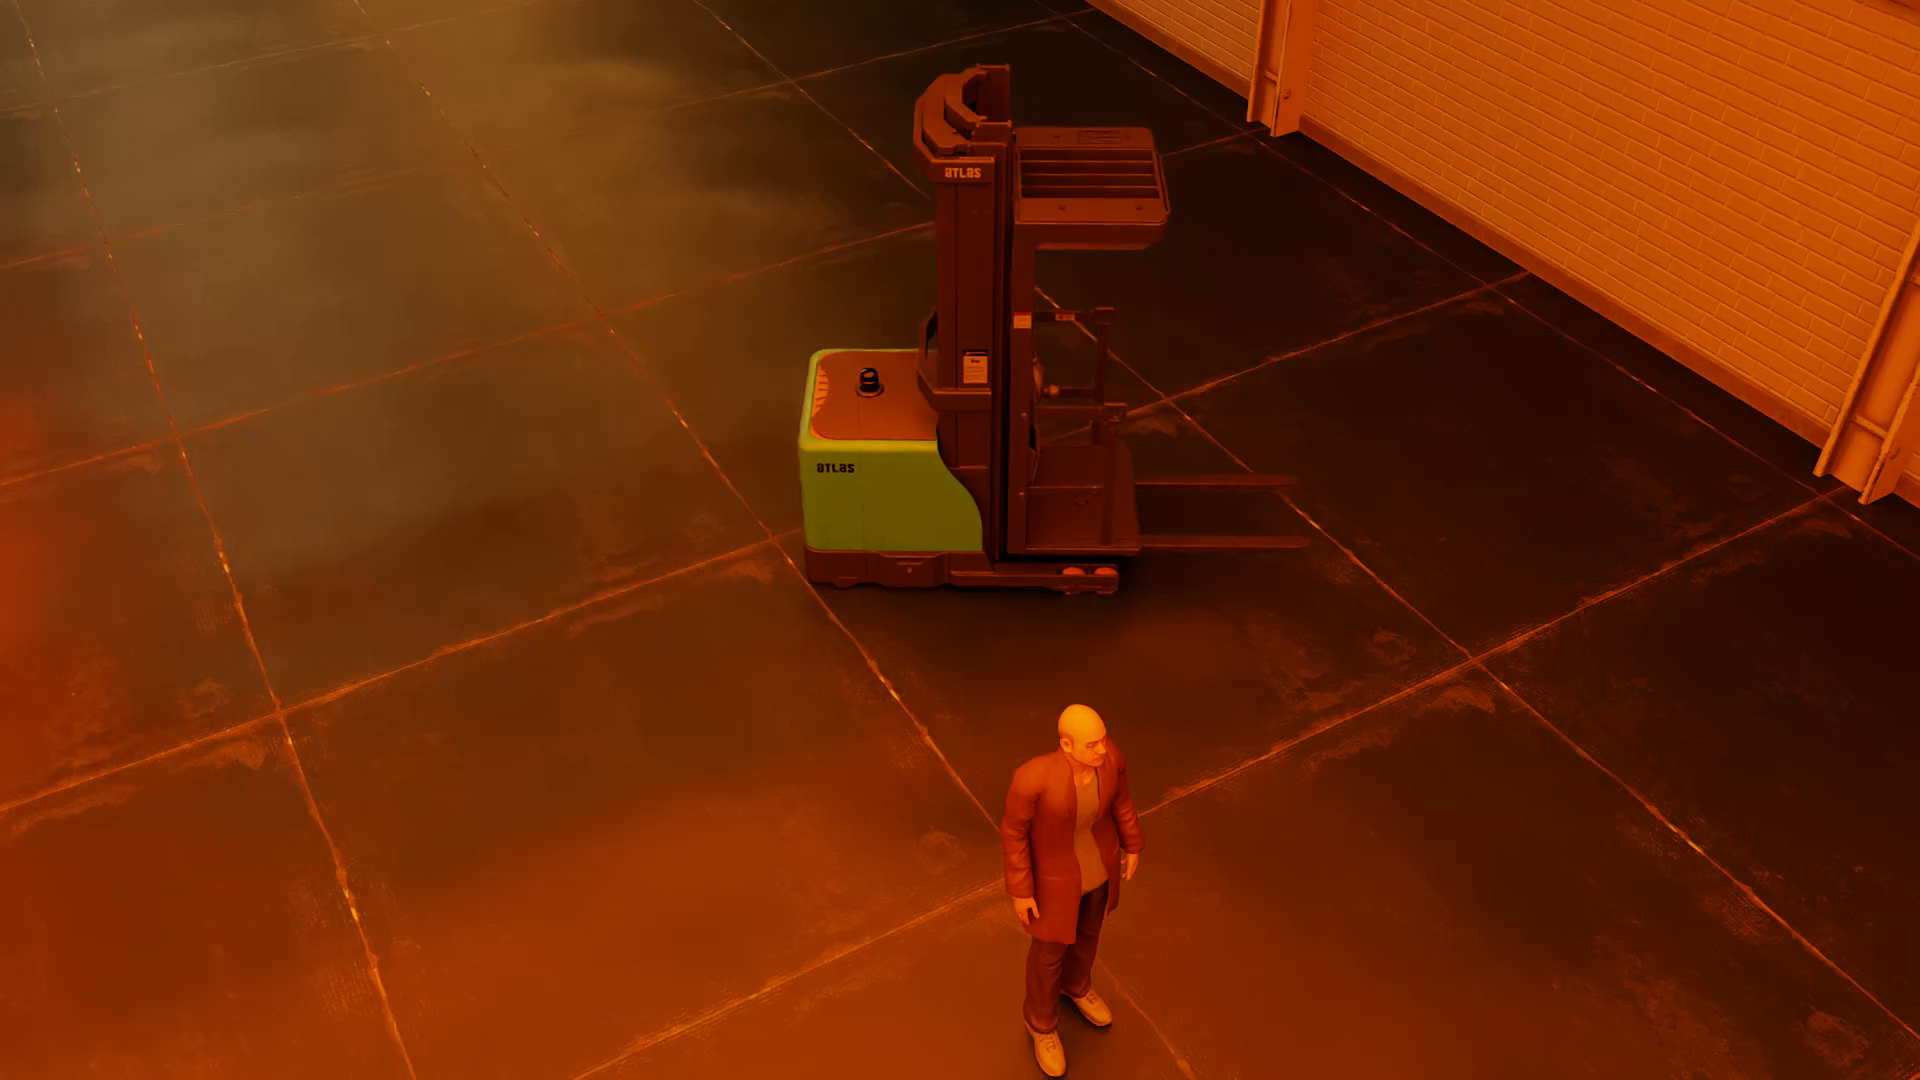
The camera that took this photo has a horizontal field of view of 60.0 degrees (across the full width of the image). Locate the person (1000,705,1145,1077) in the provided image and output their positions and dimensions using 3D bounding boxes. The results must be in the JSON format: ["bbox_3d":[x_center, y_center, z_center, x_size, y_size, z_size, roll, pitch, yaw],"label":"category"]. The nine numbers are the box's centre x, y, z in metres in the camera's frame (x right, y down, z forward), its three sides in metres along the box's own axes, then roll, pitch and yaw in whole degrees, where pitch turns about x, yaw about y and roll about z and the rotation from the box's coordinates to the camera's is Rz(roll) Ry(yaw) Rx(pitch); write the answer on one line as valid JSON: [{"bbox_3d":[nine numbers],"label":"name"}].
[{"bbox_3d":[0.539,1.481,7.152,0.695,1.763,0.582,-21,44,-23],"label":"person"}]

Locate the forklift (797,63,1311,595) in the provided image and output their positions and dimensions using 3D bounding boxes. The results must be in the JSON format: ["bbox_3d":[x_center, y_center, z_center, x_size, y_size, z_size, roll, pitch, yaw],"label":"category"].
[{"bbox_3d":[0.588,-1.145,9.417,3.031,2.935,1.130,0,40,0],"label":"forklift"}]
